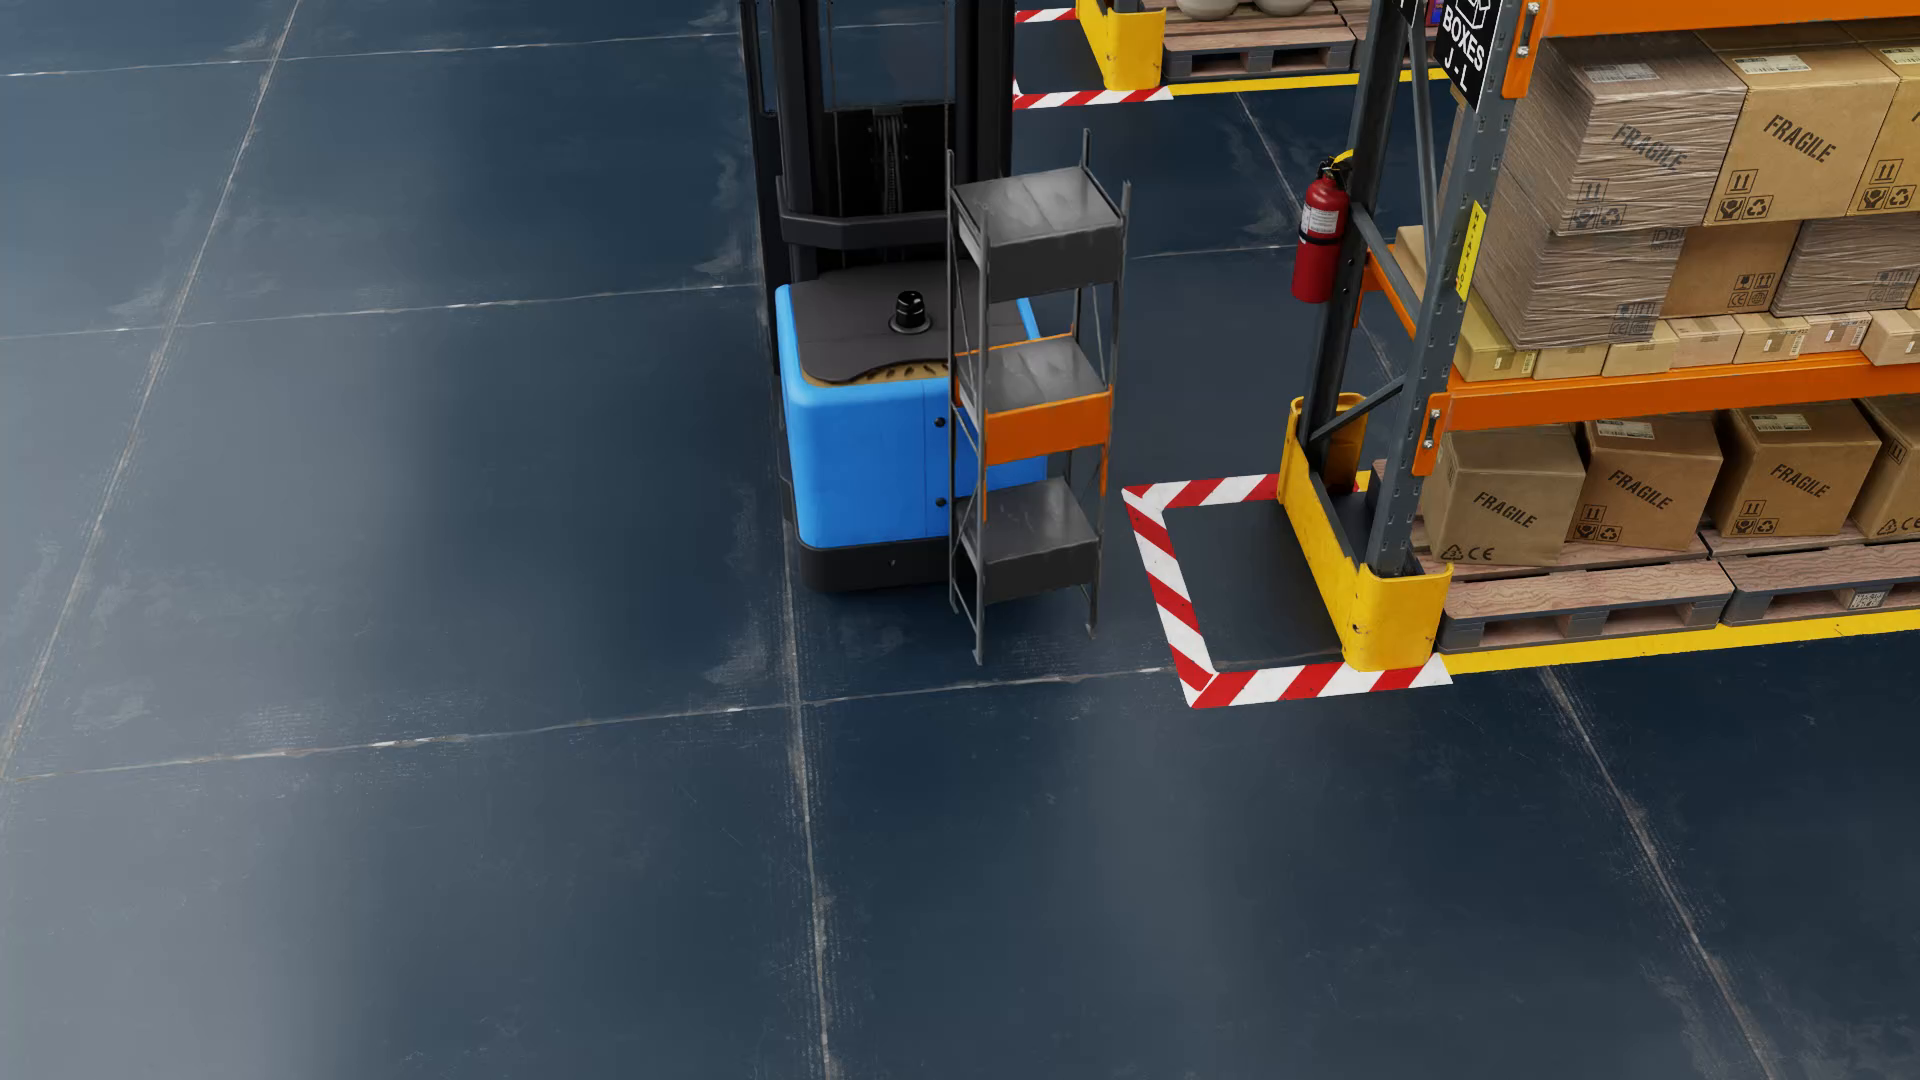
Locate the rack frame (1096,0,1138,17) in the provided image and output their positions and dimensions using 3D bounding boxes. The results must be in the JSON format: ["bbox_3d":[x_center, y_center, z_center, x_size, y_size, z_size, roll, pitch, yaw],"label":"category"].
[{"bbox_3d":[0.943,-4.266,9.739,0.127,3.000,1.000,-5,42,-6],"label":"rack frame"}]

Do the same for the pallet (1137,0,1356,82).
[{"bbox_3d":[1.819,-3.335,10.790,1.213,0.211,1.003,-5,42,-6],"label":"pallet"}]

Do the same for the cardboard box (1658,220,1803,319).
[{"bbox_3d":[2.615,-1.276,6.129,0.500,0.500,0.875,-5,42,-6],"label":"cardboard box"}]

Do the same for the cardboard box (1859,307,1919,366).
[{"bbox_3d":[3.399,-0.815,6.102,0.250,0.149,0.380,-5,42,-6],"label":"cardboard box"}]

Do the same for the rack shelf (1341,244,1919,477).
[{"bbox_3d":[3.569,-0.883,6.526,4.000,0.370,1.077,-5,42,-6],"label":"rack shelf"}]

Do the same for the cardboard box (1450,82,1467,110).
[{"bbox_3d":[2.099,-1.707,5.860,0.500,0.500,0.500,-5,42,-6],"label":"cardboard box"}]

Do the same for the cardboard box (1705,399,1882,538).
[{"bbox_3d":[3.418,-0.363,6.966,0.500,0.500,0.500,-1,42,-2],"label":"cardboard box"}]

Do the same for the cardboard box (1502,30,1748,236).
[{"bbox_3d":[2.166,-1.362,5.477,0.500,0.500,0.500,-5,42,-6],"label":"cardboard box"}]

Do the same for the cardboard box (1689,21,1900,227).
[{"bbox_3d":[2.663,-1.401,5.520,0.500,0.500,0.500,-5,42,-6],"label":"cardboard box"}]

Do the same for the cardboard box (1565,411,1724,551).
[{"bbox_3d":[2.795,-0.322,6.920,0.500,0.500,0.500,5,42,6],"label":"cardboard box"}]

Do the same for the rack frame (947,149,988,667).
[{"bbox_3d":[0.023,-0.399,6.125,0.015,2.100,0.400,-12,43,-13],"label":"rack frame"}]

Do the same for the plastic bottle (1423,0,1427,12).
[{"bbox_3d":[2.884,-3.349,10.484,0.097,0.201,0.097,0,42,0],"label":"plastic bottle"}]

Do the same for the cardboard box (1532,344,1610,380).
[{"bbox_3d":[2.149,-0.758,6.039,0.250,0.149,0.380,-5,42,-6],"label":"cardboard box"}]

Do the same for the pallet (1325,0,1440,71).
[{"bbox_3d":[3.026,-3.439,10.905,1.213,0.211,1.003,-5,42,-6],"label":"pallet"}]

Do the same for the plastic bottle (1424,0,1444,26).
[{"bbox_3d":[3.008,-3.378,10.455,0.133,0.283,0.061,-4,42,-5],"label":"plastic bottle"}]

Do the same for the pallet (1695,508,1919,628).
[{"bbox_3d":[3.678,-0.098,7.201,1.213,0.211,1.003,-5,42,-6],"label":"pallet"}]

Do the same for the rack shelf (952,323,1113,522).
[{"bbox_3d":[0.256,-0.438,6.188,0.480,0.518,0.431,-12,43,-13],"label":"rack shelf"}]

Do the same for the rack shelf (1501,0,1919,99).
[{"bbox_3d":[3.569,-1.997,5.522,4.000,0.370,1.077,-5,42,-6],"label":"rack shelf"}]

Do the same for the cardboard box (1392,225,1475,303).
[{"bbox_3d":[1.841,-1.045,6.356,0.250,0.149,0.380,-5,42,-6],"label":"cardboard box"}]

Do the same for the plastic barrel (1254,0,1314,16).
[{"bbox_3d":[2.083,-3.649,10.600,0.421,0.512,0.421,0,42,0],"label":"plastic barrel"}]

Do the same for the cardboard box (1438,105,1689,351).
[{"bbox_3d":[2.134,-1.153,5.992,0.500,0.500,0.875,-5,42,-6],"label":"cardboard box"}]

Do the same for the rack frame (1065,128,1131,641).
[{"bbox_3d":[0.489,-0.497,6.233,0.015,2.100,0.400,-12,43,-13],"label":"rack frame"}]

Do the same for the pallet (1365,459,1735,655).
[{"bbox_3d":[2.471,0.006,7.086,1.213,0.211,1.003,-5,42,-6],"label":"pallet"}]

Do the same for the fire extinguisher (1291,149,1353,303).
[{"bbox_3d":[1.412,-1.244,6.447,0.183,0.674,0.296,-5,42,-6],"label":"fire extinguisher"}]

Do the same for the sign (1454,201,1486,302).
[{"bbox_3d":[1.656,-0.937,5.403,0.005,0.325,0.100,-5,42,-6],"label":"sign"}]

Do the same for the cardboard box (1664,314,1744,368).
[{"bbox_3d":[2.644,-0.805,6.091,0.250,0.149,0.380,-5,42,-6],"label":"cardboard box"}]

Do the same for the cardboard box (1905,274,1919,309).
[{"bbox_3d":[3.613,-1.327,6.185,0.500,0.500,0.875,-5,42,-6],"label":"cardboard box"}]

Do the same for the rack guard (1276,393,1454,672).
[{"bbox_3d":[1.661,-0.055,6.937,0.348,0.500,1.175,-5,42,-6],"label":"rack guard"}]

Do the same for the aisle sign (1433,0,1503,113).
[{"bbox_3d":[1.563,-1.737,4.995,0.004,0.787,0.394,-5,42,-6],"label":"aisle sign"}]

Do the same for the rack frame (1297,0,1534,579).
[{"bbox_3d":[1.585,-0.976,6.093,0.127,3.000,1.000,-5,42,-6],"label":"rack frame"}]

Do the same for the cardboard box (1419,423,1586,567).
[{"bbox_3d":[2.207,-0.247,6.837,0.500,0.500,0.500,2,42,2],"label":"cardboard box"}]

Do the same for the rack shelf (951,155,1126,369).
[{"bbox_3d":[0.256,-0.958,5.719,0.480,0.518,0.431,-12,43,-13],"label":"rack shelf"}]

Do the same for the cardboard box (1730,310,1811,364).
[{"bbox_3d":[2.893,-0.823,6.110,0.250,0.149,0.380,-5,42,-6],"label":"cardboard box"}]

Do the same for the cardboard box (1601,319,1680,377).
[{"bbox_3d":[2.399,-0.770,6.052,0.250,0.149,0.380,-5,42,-6],"label":"cardboard box"}]

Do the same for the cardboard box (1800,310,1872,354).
[{"bbox_3d":[3.138,-0.862,6.154,0.250,0.149,0.380,-5,42,-6],"label":"cardboard box"}]

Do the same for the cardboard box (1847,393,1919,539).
[{"bbox_3d":[3.977,-0.382,6.987,0.500,0.500,0.500,-9,43,-9],"label":"cardboard box"}]

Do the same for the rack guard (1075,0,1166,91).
[{"bbox_3d":[1.013,-3.375,10.619,0.348,0.500,1.175,-5,42,-6],"label":"rack guard"}]

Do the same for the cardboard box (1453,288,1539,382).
[{"bbox_3d":[1.899,-0.749,6.029,0.250,0.149,0.380,-5,42,-6],"label":"cardboard box"}]

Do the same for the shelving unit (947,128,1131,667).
[{"bbox_3d":[0.256,-0.448,6.179,0.503,2.100,0.431,-12,43,-13],"label":"shelving unit"}]

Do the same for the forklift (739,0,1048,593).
[{"bbox_3d":[-0.362,-1.860,7.124,1.130,2.935,3.031,-6,42,-6],"label":"forklift"}]

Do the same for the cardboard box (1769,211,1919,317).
[{"bbox_3d":[3.116,-1.291,6.145,0.500,0.500,0.875,-5,42,-6],"label":"cardboard box"}]

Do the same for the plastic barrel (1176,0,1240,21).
[{"bbox_3d":[1.586,-3.606,10.552,0.421,0.512,0.421,0,42,0],"label":"plastic barrel"}]

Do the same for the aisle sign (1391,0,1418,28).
[{"bbox_3d":[1.485,-2.135,5.437,0.004,0.787,0.394,-5,42,-6],"label":"aisle sign"}]

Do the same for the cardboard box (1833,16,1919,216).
[{"bbox_3d":[3.158,-1.445,5.569,0.500,0.500,0.500,-5,42,-6],"label":"cardboard box"}]

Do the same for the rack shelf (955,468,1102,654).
[{"bbox_3d":[0.256,0.082,6.657,0.480,0.518,0.431,-12,43,-13],"label":"rack shelf"}]
